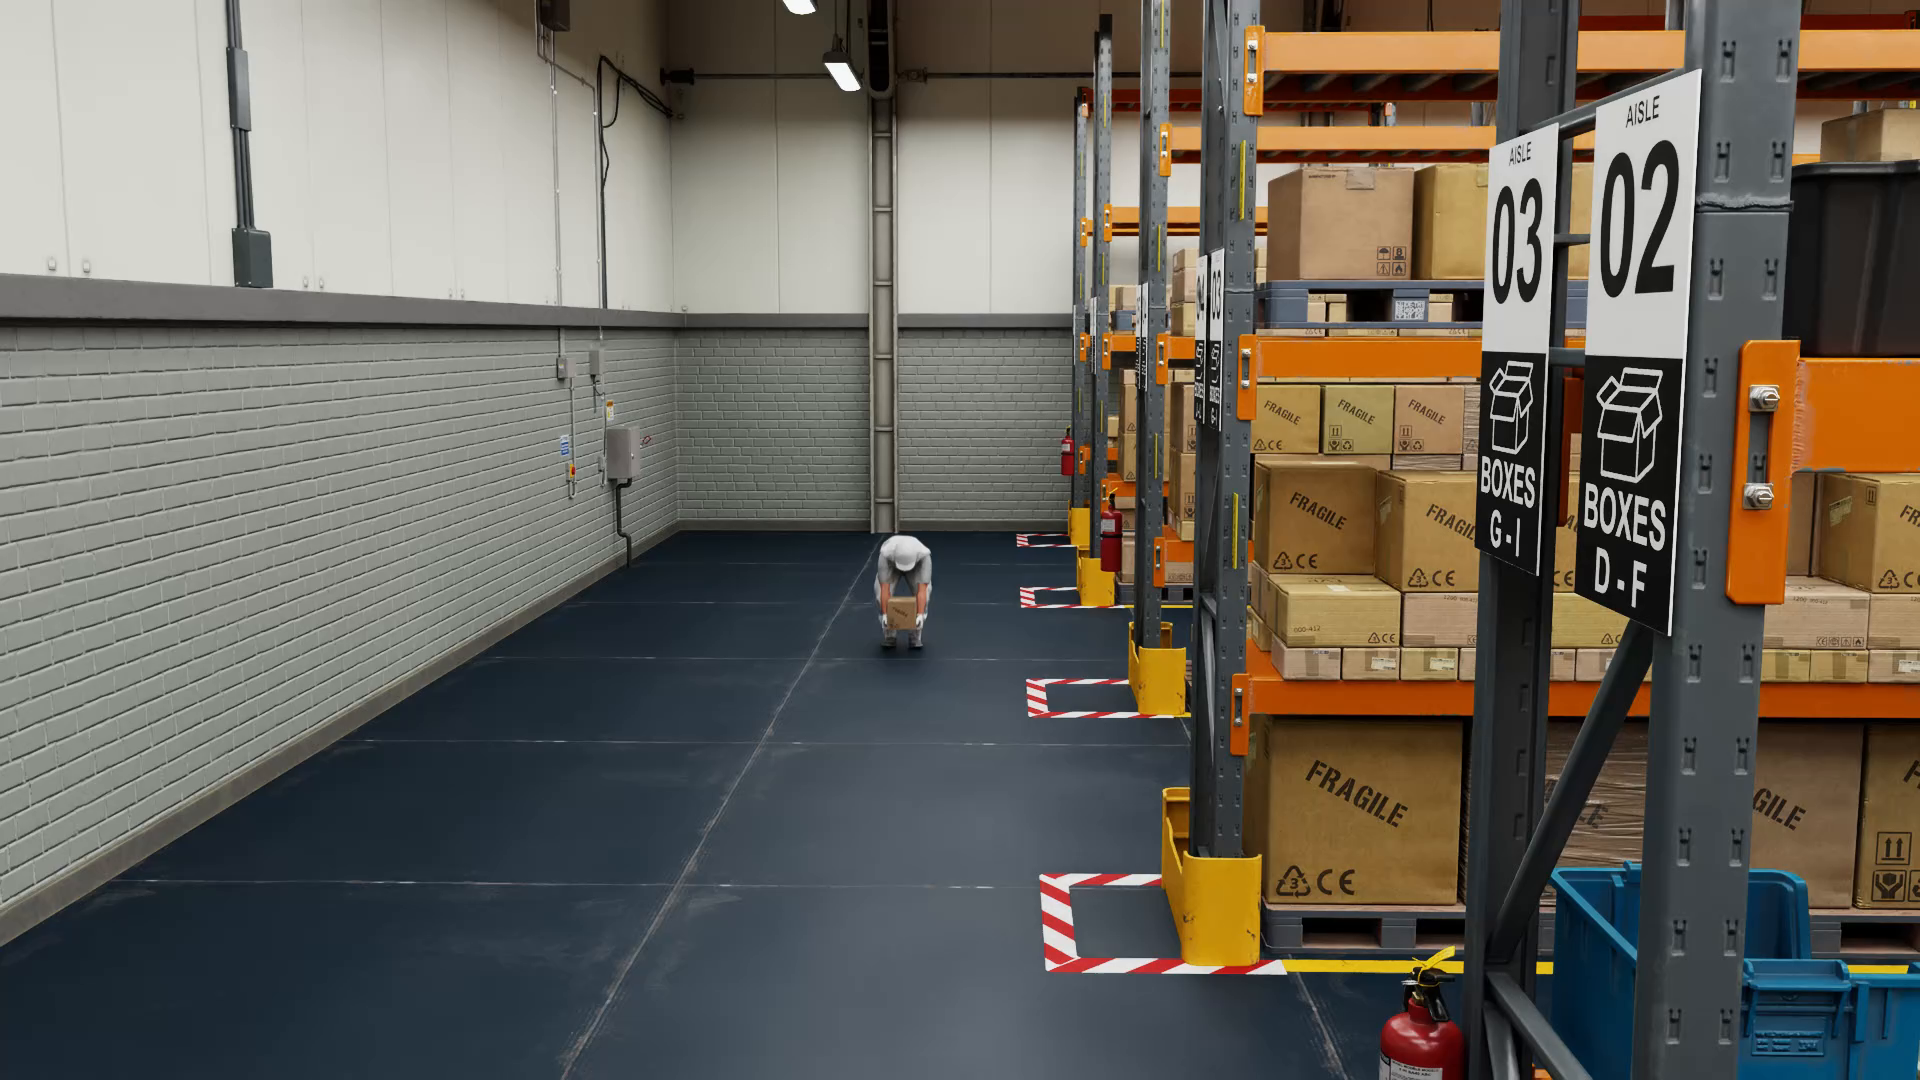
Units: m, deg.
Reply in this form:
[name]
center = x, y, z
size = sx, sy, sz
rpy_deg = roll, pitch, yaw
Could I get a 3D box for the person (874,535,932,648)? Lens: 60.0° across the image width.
[person]
center = -0.512, 0.470, 14.925
size = 0.522, 1.039, 0.958
rpy_deg = 0, 7, -2
